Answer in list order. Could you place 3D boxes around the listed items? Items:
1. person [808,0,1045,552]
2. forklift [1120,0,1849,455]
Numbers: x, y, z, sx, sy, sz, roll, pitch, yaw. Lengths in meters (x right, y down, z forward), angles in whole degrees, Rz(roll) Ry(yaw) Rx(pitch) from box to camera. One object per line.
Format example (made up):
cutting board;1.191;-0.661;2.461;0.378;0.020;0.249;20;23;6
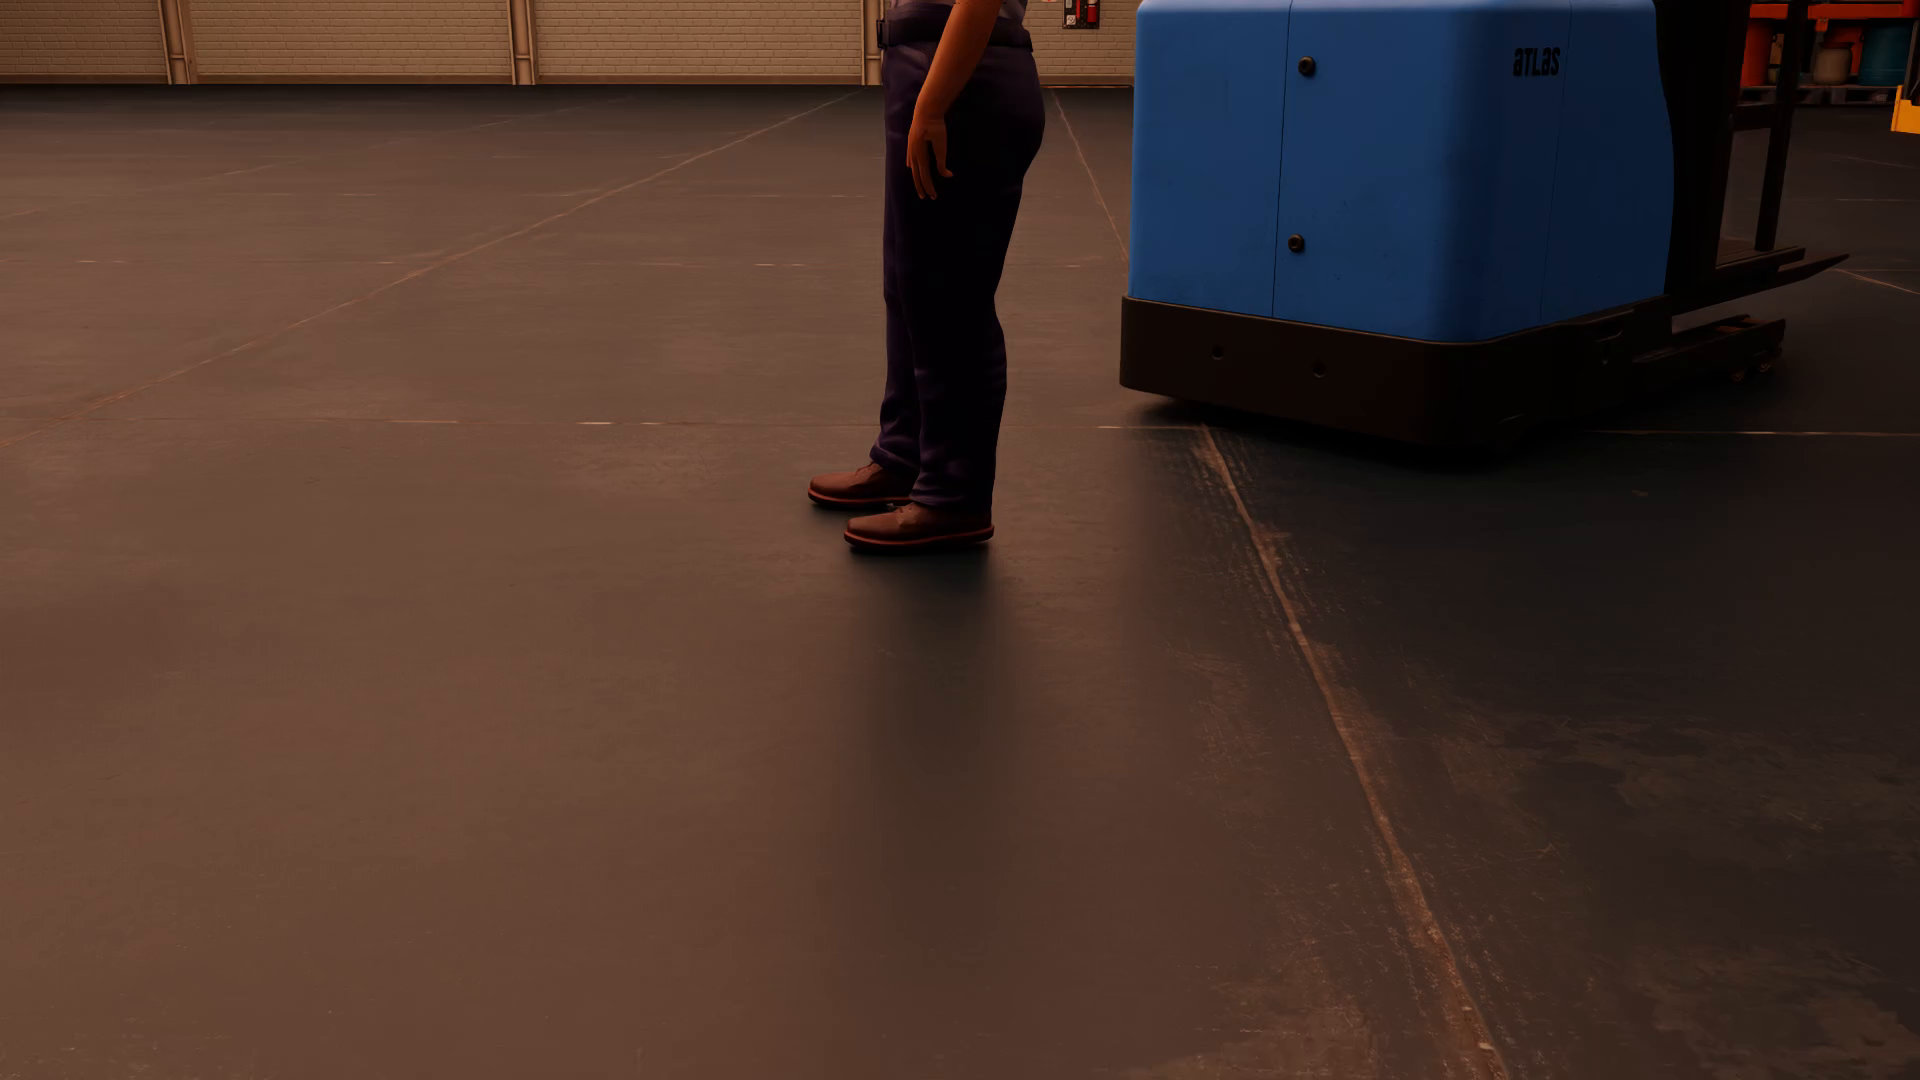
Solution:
person;-0.090;-0.797;3.151;0.501;1.640;0.599;1;17;2
forklift;1.832;-1.956;4.728;3.031;2.935;1.130;-16;24;-42
